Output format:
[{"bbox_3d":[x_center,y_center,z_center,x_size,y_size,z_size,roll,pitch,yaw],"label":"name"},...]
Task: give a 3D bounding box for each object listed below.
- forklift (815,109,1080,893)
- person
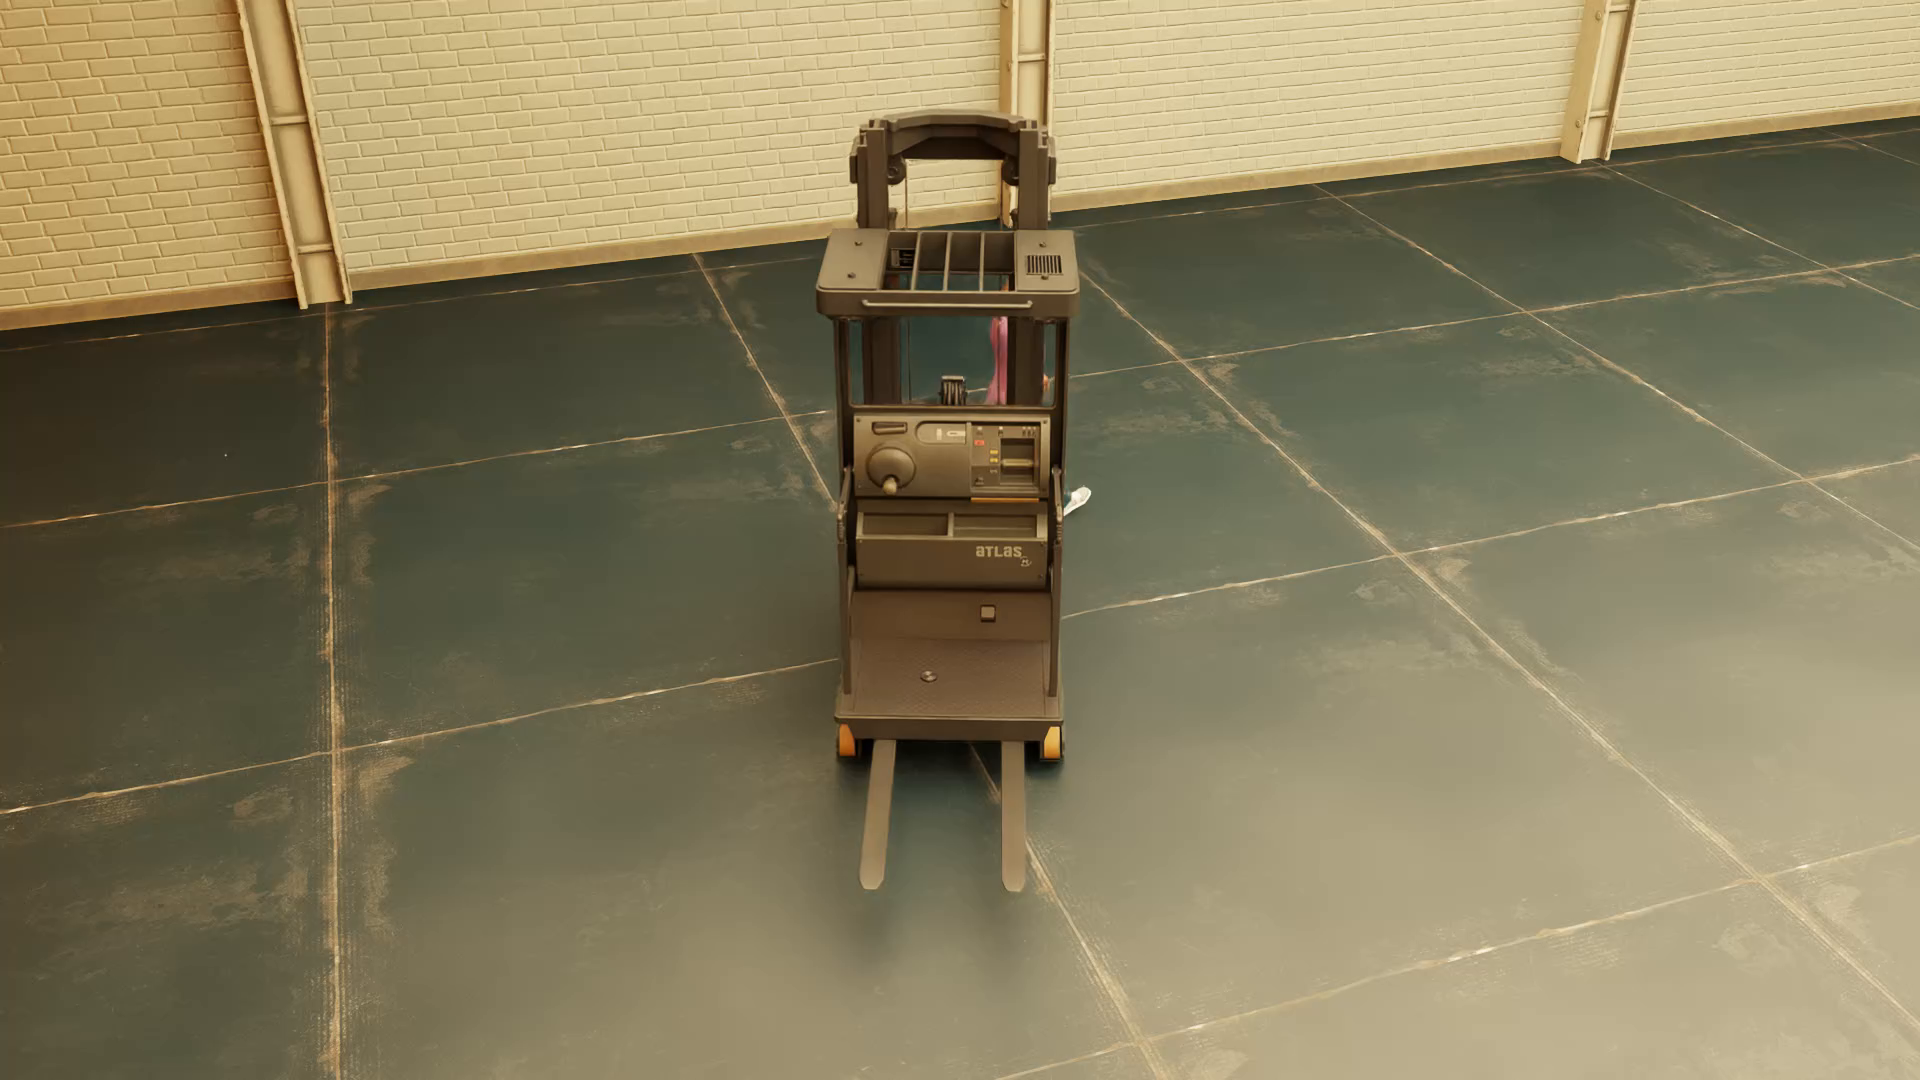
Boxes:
[{"bbox_3d":[-0.042,-0.355,7.703,1.130,2.935,3.031,1,30,1],"label":"forklift"},{"bbox_3d":[0.408,-0.791,9.833,0.835,1.533,0.525,-22,37,-33],"label":"person"}]
